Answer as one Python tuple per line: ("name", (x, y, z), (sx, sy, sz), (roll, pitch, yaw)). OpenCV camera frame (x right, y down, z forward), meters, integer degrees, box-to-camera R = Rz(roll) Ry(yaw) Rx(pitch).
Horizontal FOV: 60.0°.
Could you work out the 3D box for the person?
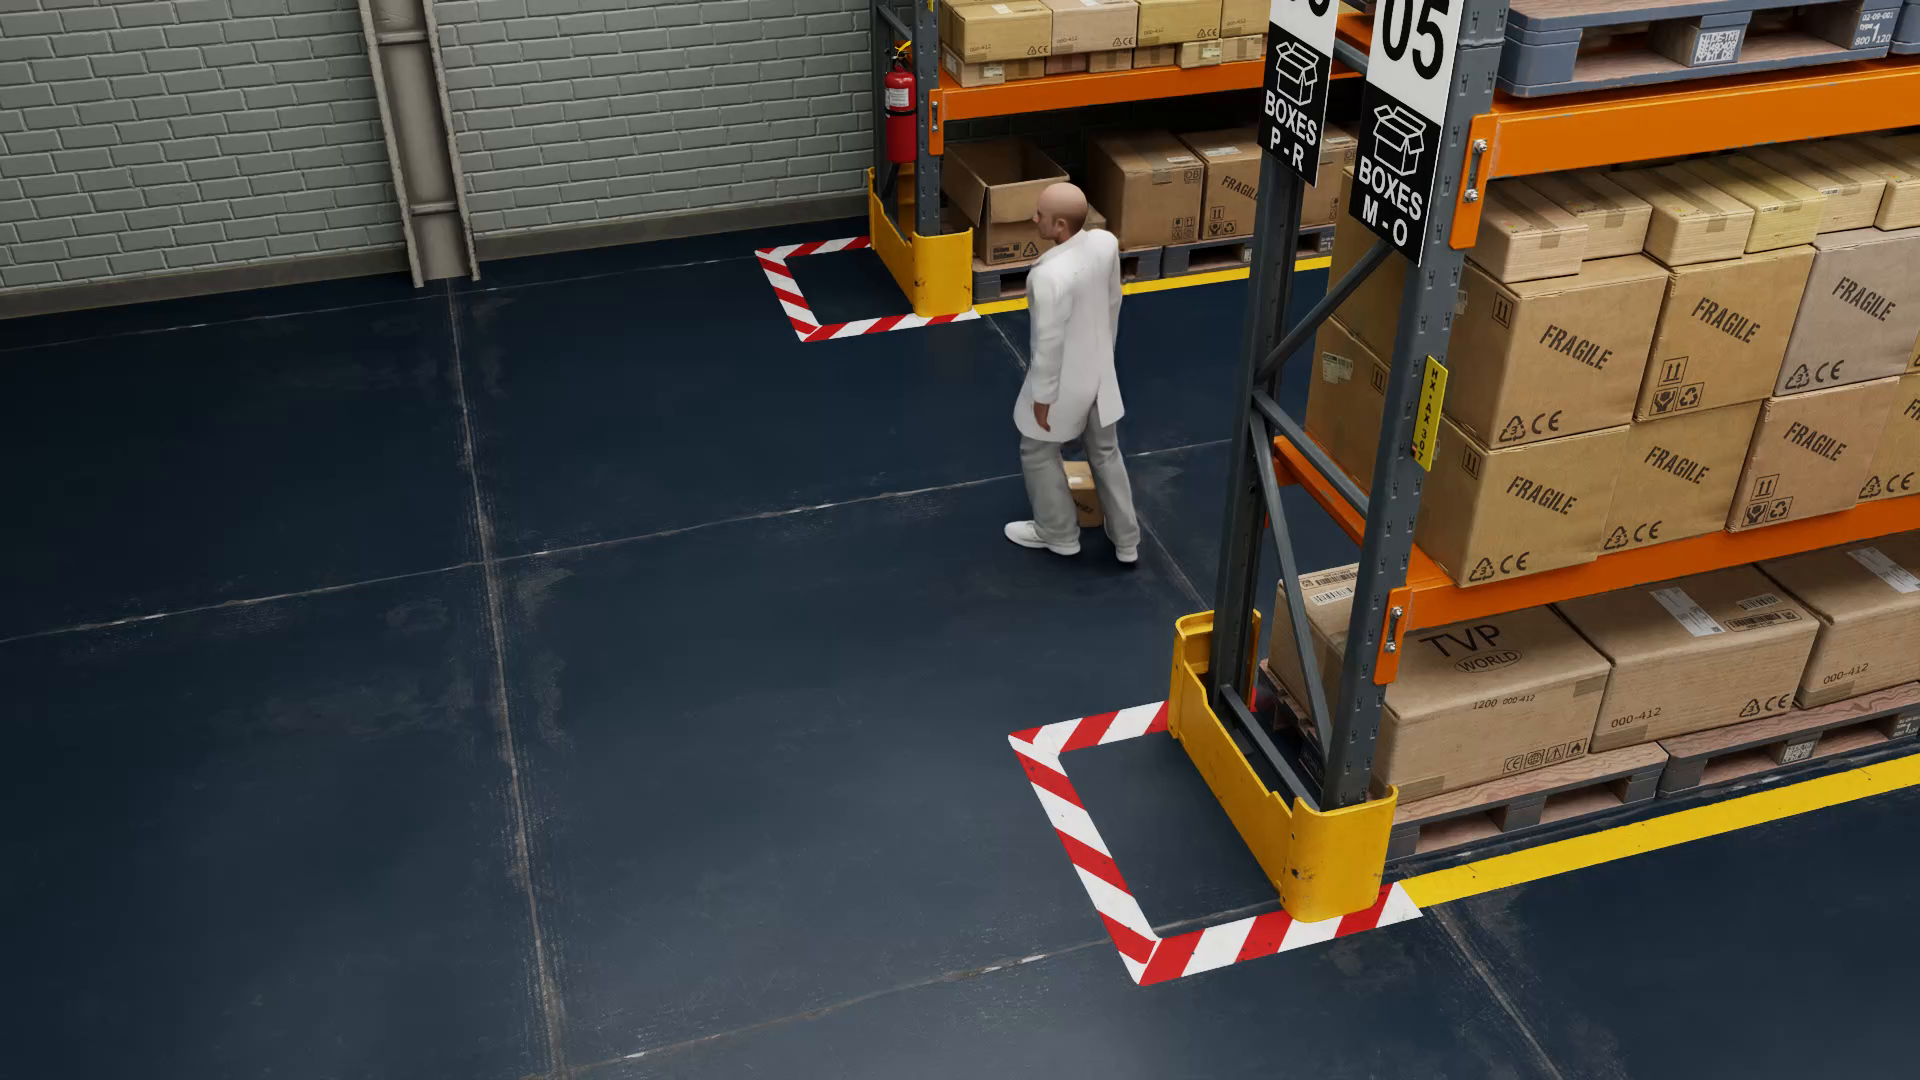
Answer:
("person", (0.518, -0.695, 7.207), (0.630, 1.767, 0.597), (25, 41, 33))
